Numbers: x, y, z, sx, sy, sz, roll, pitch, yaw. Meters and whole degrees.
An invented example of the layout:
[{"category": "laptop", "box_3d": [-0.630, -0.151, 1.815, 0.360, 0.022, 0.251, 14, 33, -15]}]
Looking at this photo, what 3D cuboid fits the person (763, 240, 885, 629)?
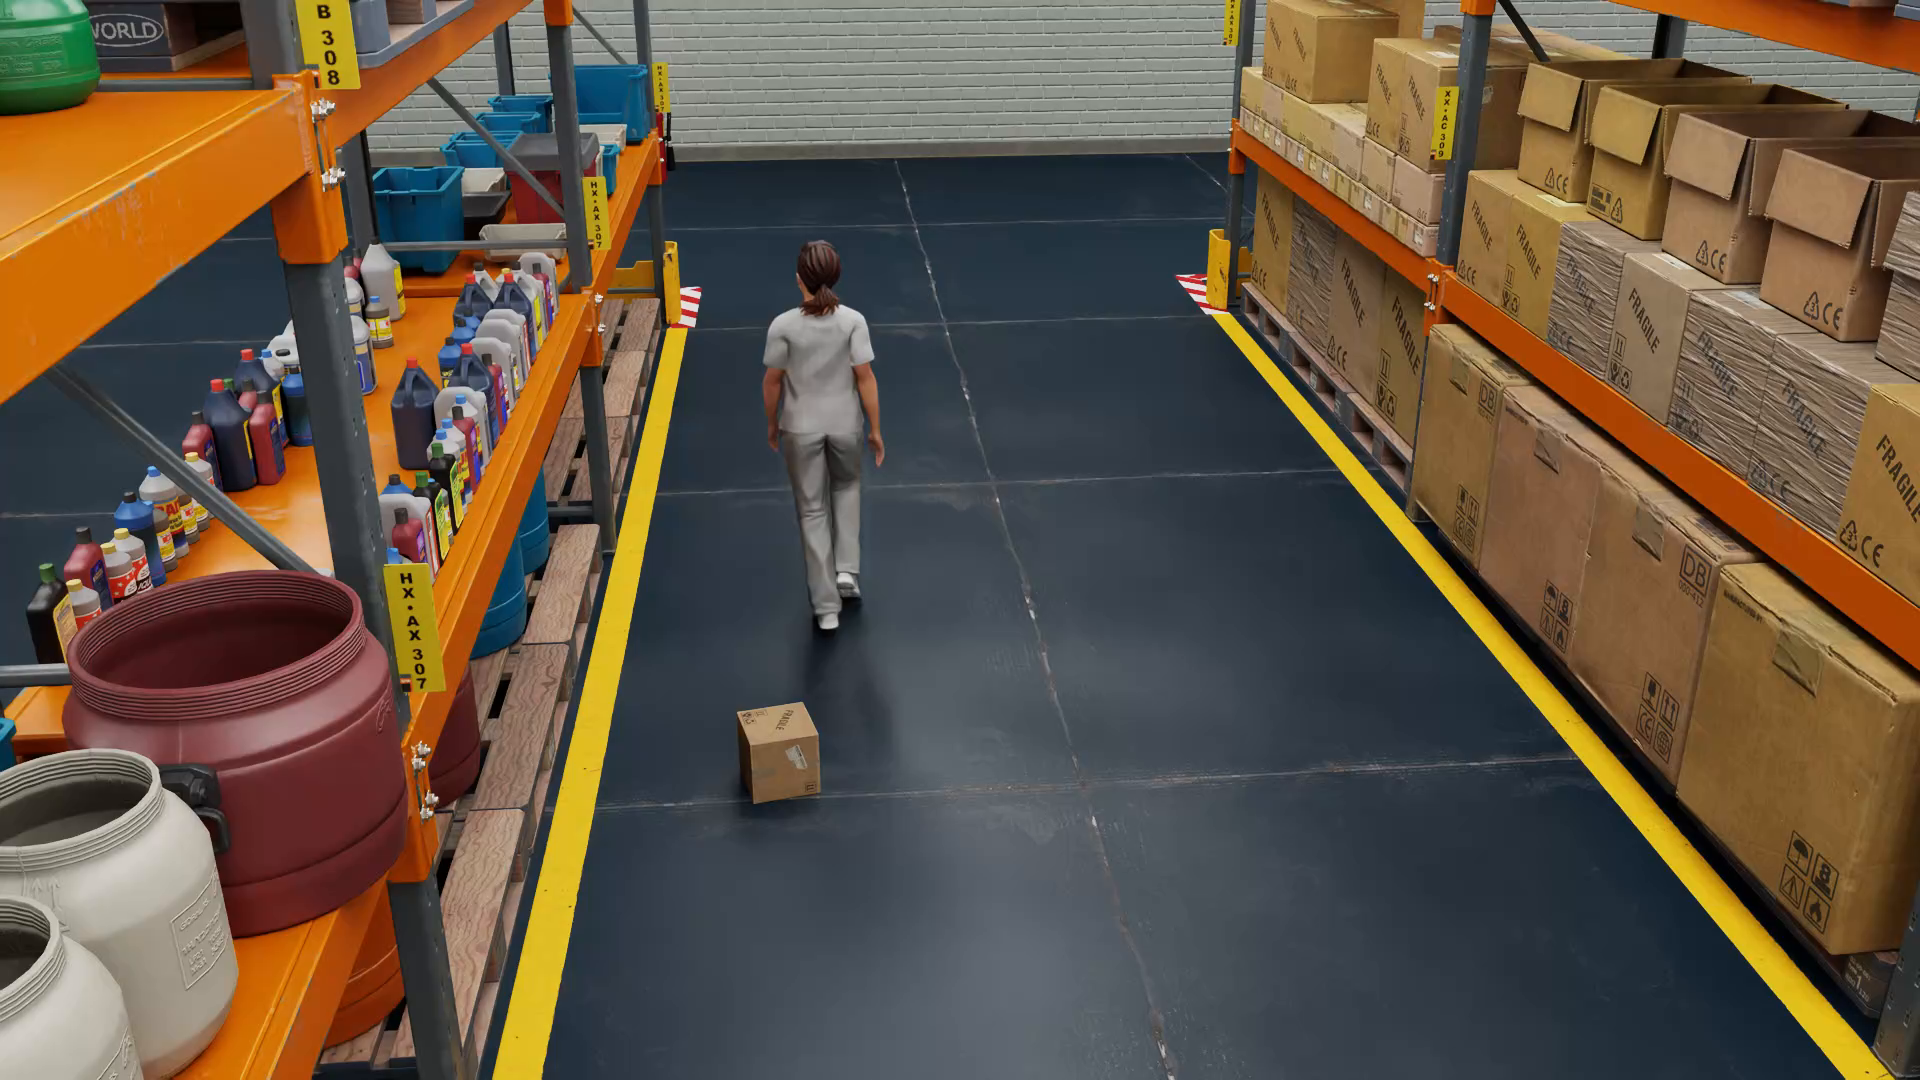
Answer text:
[{"category": "person", "box_3d": [-0.586, -0.434, 7.094, 0.483, 1.716, 0.522, -6, 25, -14]}]
